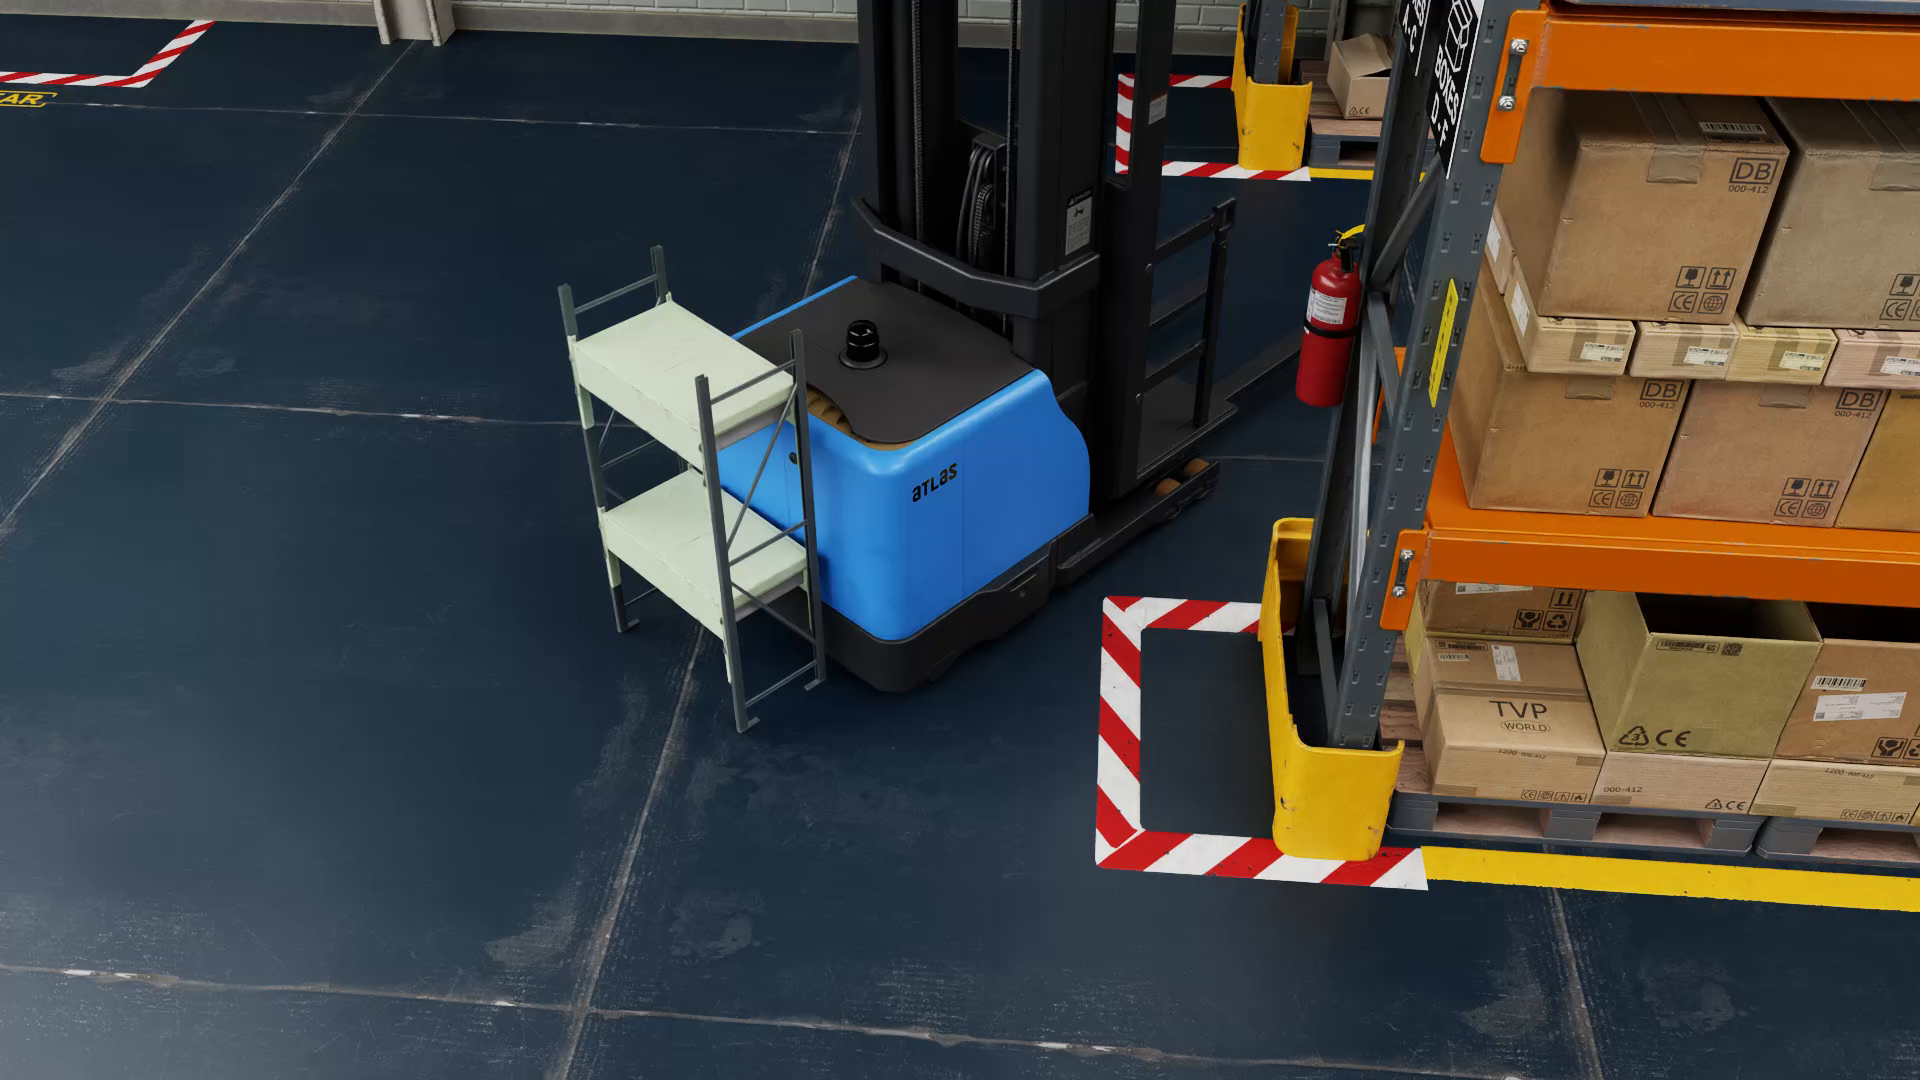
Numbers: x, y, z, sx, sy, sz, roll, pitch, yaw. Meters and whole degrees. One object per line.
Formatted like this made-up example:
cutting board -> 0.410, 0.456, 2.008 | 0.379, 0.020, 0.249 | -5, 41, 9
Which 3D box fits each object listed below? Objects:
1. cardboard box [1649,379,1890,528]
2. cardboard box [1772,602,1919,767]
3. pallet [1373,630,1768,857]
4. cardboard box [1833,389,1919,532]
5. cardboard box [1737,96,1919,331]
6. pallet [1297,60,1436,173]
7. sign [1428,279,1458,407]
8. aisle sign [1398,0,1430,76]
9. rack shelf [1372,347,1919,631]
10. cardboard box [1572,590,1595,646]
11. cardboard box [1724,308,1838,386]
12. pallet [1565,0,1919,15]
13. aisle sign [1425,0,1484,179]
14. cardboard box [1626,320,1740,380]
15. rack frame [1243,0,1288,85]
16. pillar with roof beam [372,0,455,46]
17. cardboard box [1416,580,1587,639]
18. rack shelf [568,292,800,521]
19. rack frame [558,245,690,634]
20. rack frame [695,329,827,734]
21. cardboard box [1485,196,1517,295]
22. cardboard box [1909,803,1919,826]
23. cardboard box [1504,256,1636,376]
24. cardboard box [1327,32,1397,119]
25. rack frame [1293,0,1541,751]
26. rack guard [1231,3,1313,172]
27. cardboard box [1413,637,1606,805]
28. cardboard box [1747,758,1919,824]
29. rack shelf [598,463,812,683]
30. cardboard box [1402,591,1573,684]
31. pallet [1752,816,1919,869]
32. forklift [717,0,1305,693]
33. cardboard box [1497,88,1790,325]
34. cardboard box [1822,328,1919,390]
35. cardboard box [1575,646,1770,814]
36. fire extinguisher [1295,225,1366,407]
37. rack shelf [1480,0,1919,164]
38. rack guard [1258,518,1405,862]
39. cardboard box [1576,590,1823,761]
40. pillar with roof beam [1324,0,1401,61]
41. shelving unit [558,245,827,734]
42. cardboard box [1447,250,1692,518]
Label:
cardboard box -> 2.271, -0.461, 4.861 | 0.500, 0.500, 0.700 | 4, 39, 5
cardboard box -> 2.796, 0.346, 5.201 | 0.500, 0.500, 0.500 | 3, 39, 4
pallet -> 2.049, 0.615, 5.827 | 1.213, 0.211, 1.003 | 3, 39, 4
cardboard box -> 2.765, -0.430, 4.823 | 0.500, 0.500, 0.700 | 3, 39, 4
cardboard box -> 2.325, -0.962, 4.449 | 0.500, 0.500, 0.700 | 2, 39, 3
pallet -> 2.589, -2.445, 9.587 | 1.213, 0.211, 1.003 | 3, 39, 4
sign -> 1.230, -0.499, 4.239 | 0.005, 0.325, 0.100 | 3, 39, 4
aisle sign -> 1.244, -1.678, 4.376 | 0.004, 0.787, 0.394 | 3, 39, 4
rack shelf -> 3.276, -0.093, 5.059 | 4.000, 0.370, 1.077 | 3, 39, 4
cardboard box -> 2.343, 0.285, 5.869 | 0.500, 0.250, 0.500 | 3, 39, 4
cardboard box -> 2.168, -0.588, 4.503 | 0.250, 0.149, 0.380 | 3, 39, 4
pallet -> 1.986, -1.556, 3.979 | 1.213, 0.211, 1.003 | 3, 39, 4
aisle sign -> 1.192, -1.301, 3.912 | 0.004, 0.787, 0.394 | 3, 39, 4
cardboard box -> 1.919, -0.602, 4.521 | 0.250, 0.149, 0.380 | 2, 39, 3
rack frame -> 1.707, -3.597, 8.793 | 0.127, 3.000, 1.000 | 3, 39, 4
pillar with roof beam -> -3.870, -4.049, 4.596 | 0.400, 9.000, 9.100 | 3, 39, 4
cardboard box -> 1.844, -0.027, 5.658 | 0.500, 0.500, 0.500 | 3, 39, 4
rack shelf -> -0.896, -0.455, 5.502 | 0.431, 0.370, 0.720 | -31, 48, -33
rack frame -> -1.150, -0.318, 5.953 | 0.400, 1.500, 0.023 | -31, 48, -33
rack frame -> -0.642, 0.014, 5.544 | 0.400, 1.500, 0.023 | -31, 48, -33
cardboard box -> 1.681, -0.871, 4.851 | 0.250, 0.149, 0.380 | 3, 39, 3
cardboard box -> 3.293, 0.674, 5.391 | 0.500, 0.250, 0.500 | 3, 39, 4
cardboard box -> 1.656, -0.615, 4.536 | 0.250, 0.149, 0.380 | 3, 39, 4
cardboard box -> 2.389, -2.631, 9.387 | 0.500, 0.311, 0.500 | -1, 39, -1
rack frame -> 1.284, -0.481, 4.965 | 0.127, 3.000, 1.000 | 3, 39, 4
rack guard -> 1.783, -2.624, 9.577 | 0.348, 0.500, 1.175 | 3, 39, 4
cardboard box -> 1.799, 0.591, 5.493 | 0.500, 0.250, 0.500 | 3, 39, 4
cardboard box -> 2.795, 0.644, 5.429 | 0.500, 0.250, 0.500 | 3, 39, 4
rack shelf -> -0.896, 0.101, 5.955 | 0.431, 0.370, 0.720 | -31, 48, -33
cardboard box -> 1.843, 0.265, 5.893 | 0.500, 0.250, 0.500 | 3, 39, 4
pallet -> 3.261, 0.683, 5.743 | 1.213, 0.211, 1.003 | 3, 39, 4
forklift -> 0.436, -1.424, 6.178 | 1.130, 2.935, 3.031 | 31, 48, 32
cardboard box -> 1.800, -0.987, 4.480 | 0.500, 0.500, 0.700 | 3, 39, 4
cardboard box -> 2.419, -0.573, 4.484 | 0.250, 0.149, 0.380 | 3, 39, 3
cardboard box -> 2.297, 0.616, 5.462 | 0.500, 0.250, 0.500 | 3, 39, 4
fire extinguisher -> 1.206, -0.750, 5.357 | 0.183, 0.674, 0.296 | 3, 39, 4
rack shelf -> 3.276, -1.257, 4.112 | 4.000, 0.370, 1.077 | 3, 39, 4
rack guard -> 1.260, 0.487, 5.756 | 0.348, 0.500, 1.175 | 3, 39, 4
cardboard box -> 2.297, 0.326, 5.224 | 0.500, 0.500, 0.500 | 3, 39, 4
pillar with roof beam -> 2.108, -3.722, 4.194 | 0.400, 9.000, 9.100 | 3, 39, 4
shelving unit -> -0.896, -0.152, 5.749 | 0.431, 1.500, 0.755 | -31, 48, -33
cardboard box -> 1.748, -0.487, 4.893 | 0.500, 0.500, 0.700 | 3, 39, 4
